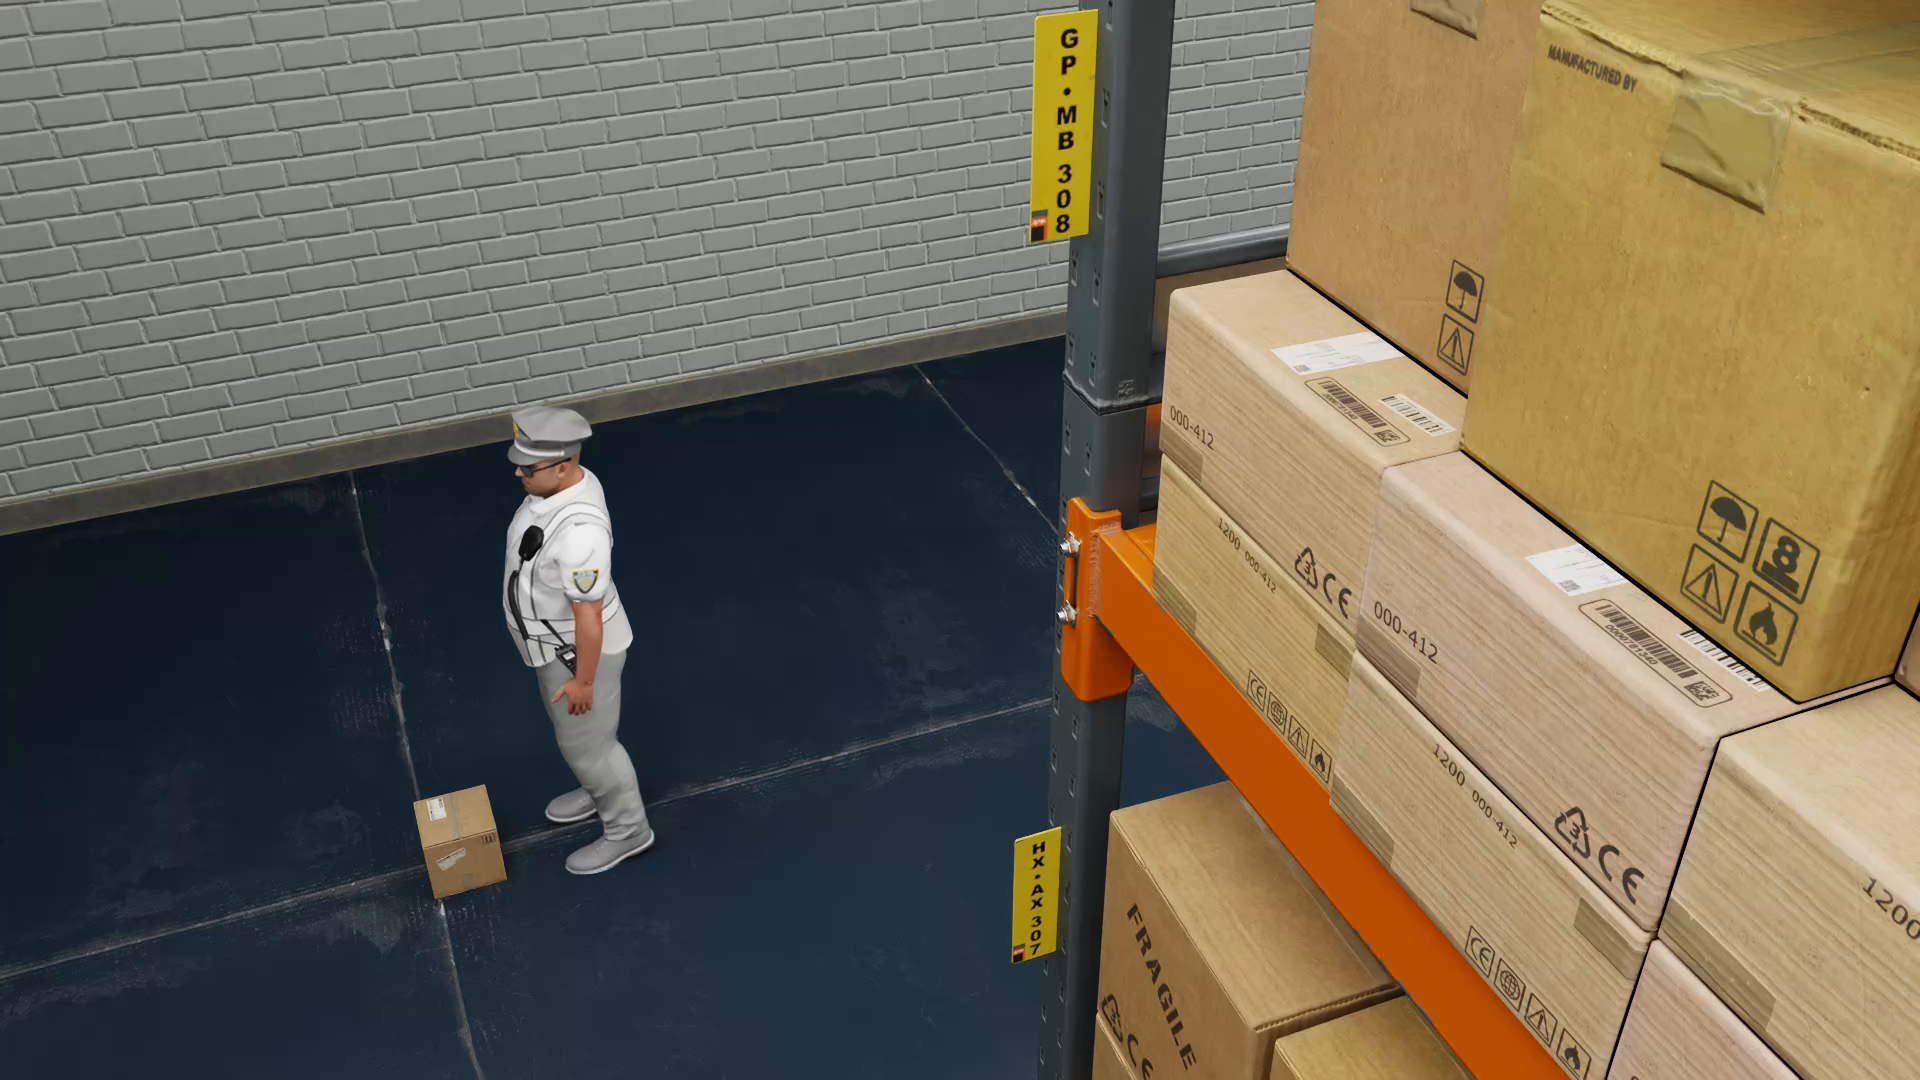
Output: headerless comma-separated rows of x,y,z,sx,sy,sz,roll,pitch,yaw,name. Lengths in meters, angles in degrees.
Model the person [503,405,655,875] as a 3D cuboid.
-1.310,0.355,5.616,0.393,1.758,0.527,-12,35,-18,person
